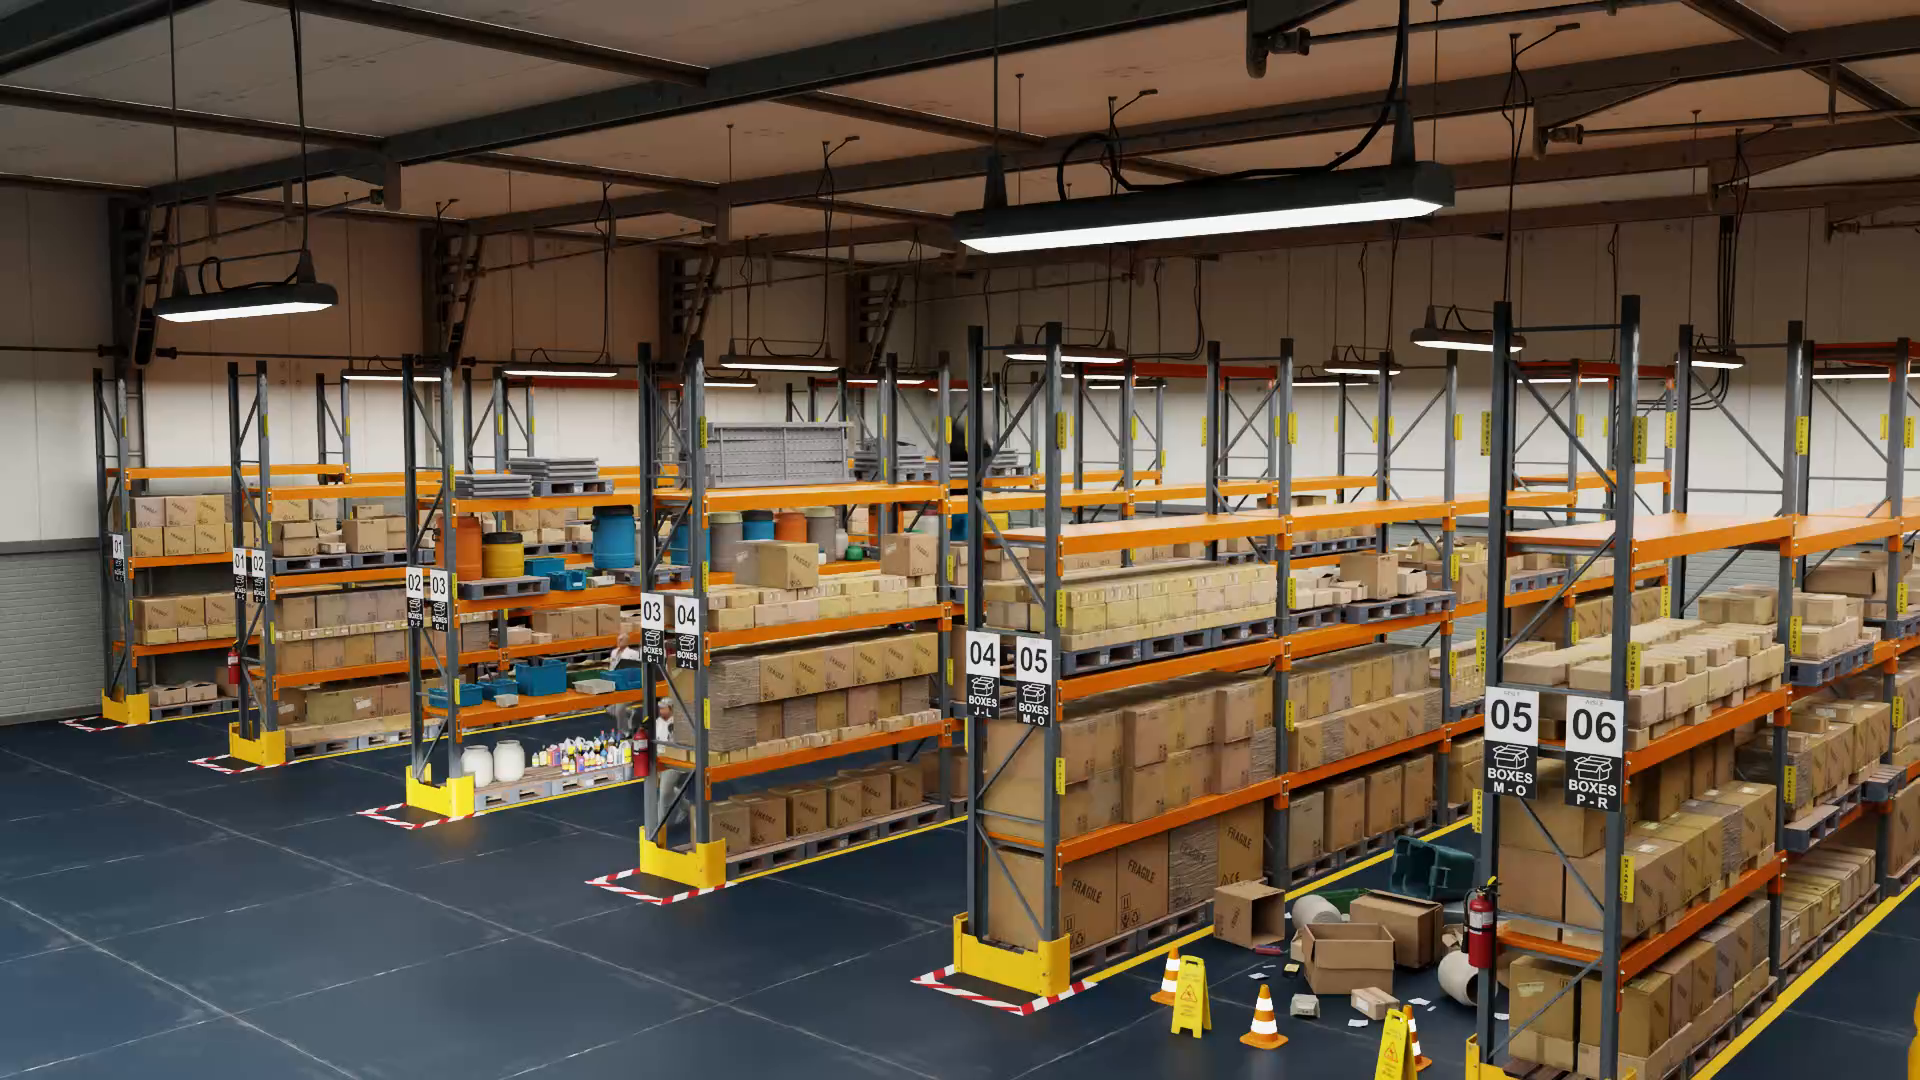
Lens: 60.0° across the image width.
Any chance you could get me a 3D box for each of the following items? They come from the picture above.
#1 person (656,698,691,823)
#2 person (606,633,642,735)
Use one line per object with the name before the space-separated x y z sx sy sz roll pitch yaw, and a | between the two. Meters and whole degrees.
person | -3.631 2.810 20.765 0.614 1.698 0.898 3 5 35
person | -5.374 2.353 26.607 0.709 1.735 0.640 2 5 30
